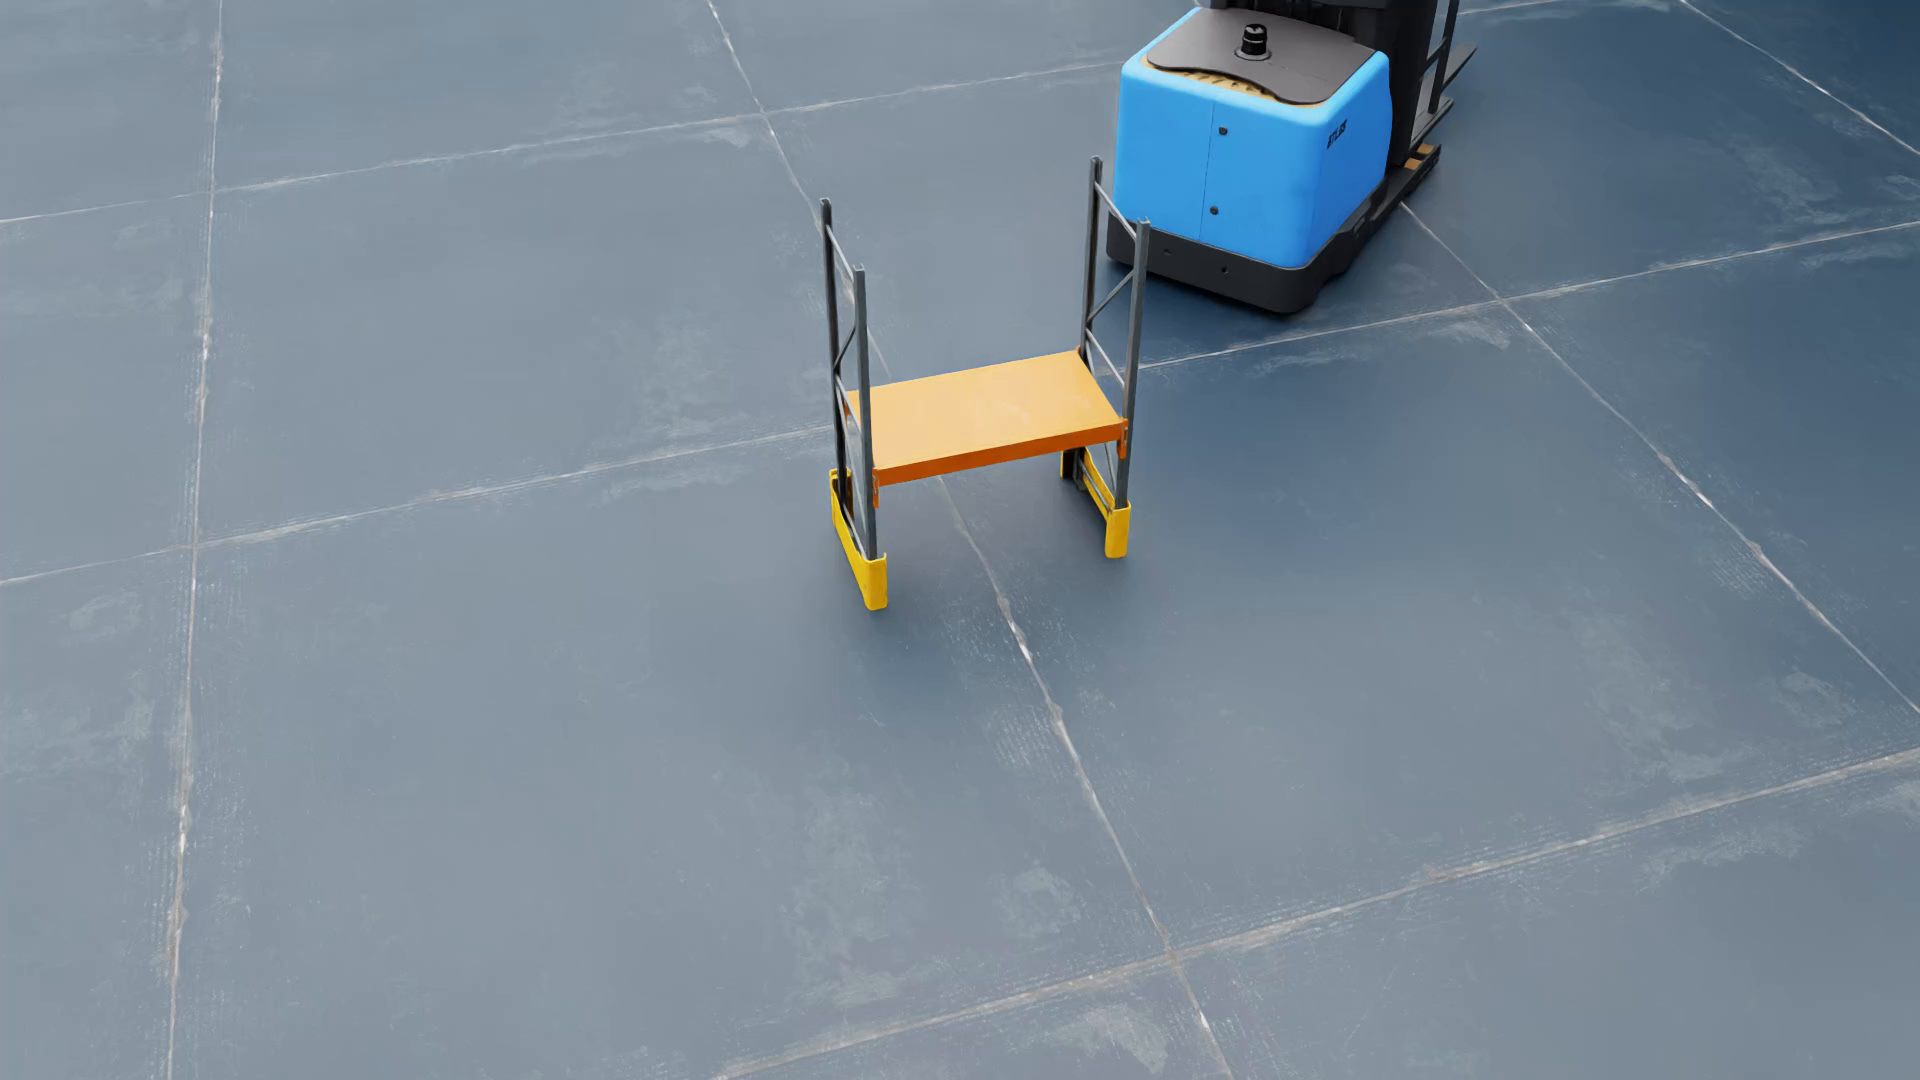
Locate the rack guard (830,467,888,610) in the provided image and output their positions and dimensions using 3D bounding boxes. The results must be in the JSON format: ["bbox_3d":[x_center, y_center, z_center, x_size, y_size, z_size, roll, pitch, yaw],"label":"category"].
[{"bbox_3d":[-0.402,-0.011,6.572,0.087,0.250,0.587,-12,42,-13],"label":"rack guard"}]

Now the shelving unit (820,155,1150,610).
[{"bbox_3d":[0.073,-0.580,6.274,1.083,1.500,0.587,-12,42,-13],"label":"shelving unit"}]

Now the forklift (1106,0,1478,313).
[{"bbox_3d":[1.940,-3.123,8.097,1.130,2.935,3.031,23,46,24],"label":"forklift"}]

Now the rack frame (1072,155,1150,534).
[{"bbox_3d":[0.566,-0.682,6.391,0.032,1.500,0.500,-12,42,-13],"label":"rack frame"}]

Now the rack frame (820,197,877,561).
[{"bbox_3d":[-0.404,-0.481,6.161,0.032,1.500,0.500,-12,42,-13],"label":"rack frame"}]

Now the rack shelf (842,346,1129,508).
[{"bbox_3d":[0.081,-0.446,6.394,1.000,0.185,0.538,-12,42,-13],"label":"rack shelf"}]

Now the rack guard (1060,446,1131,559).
[{"bbox_3d":[0.548,-0.208,6.798,0.087,0.250,0.587,-12,42,-13],"label":"rack guard"}]
